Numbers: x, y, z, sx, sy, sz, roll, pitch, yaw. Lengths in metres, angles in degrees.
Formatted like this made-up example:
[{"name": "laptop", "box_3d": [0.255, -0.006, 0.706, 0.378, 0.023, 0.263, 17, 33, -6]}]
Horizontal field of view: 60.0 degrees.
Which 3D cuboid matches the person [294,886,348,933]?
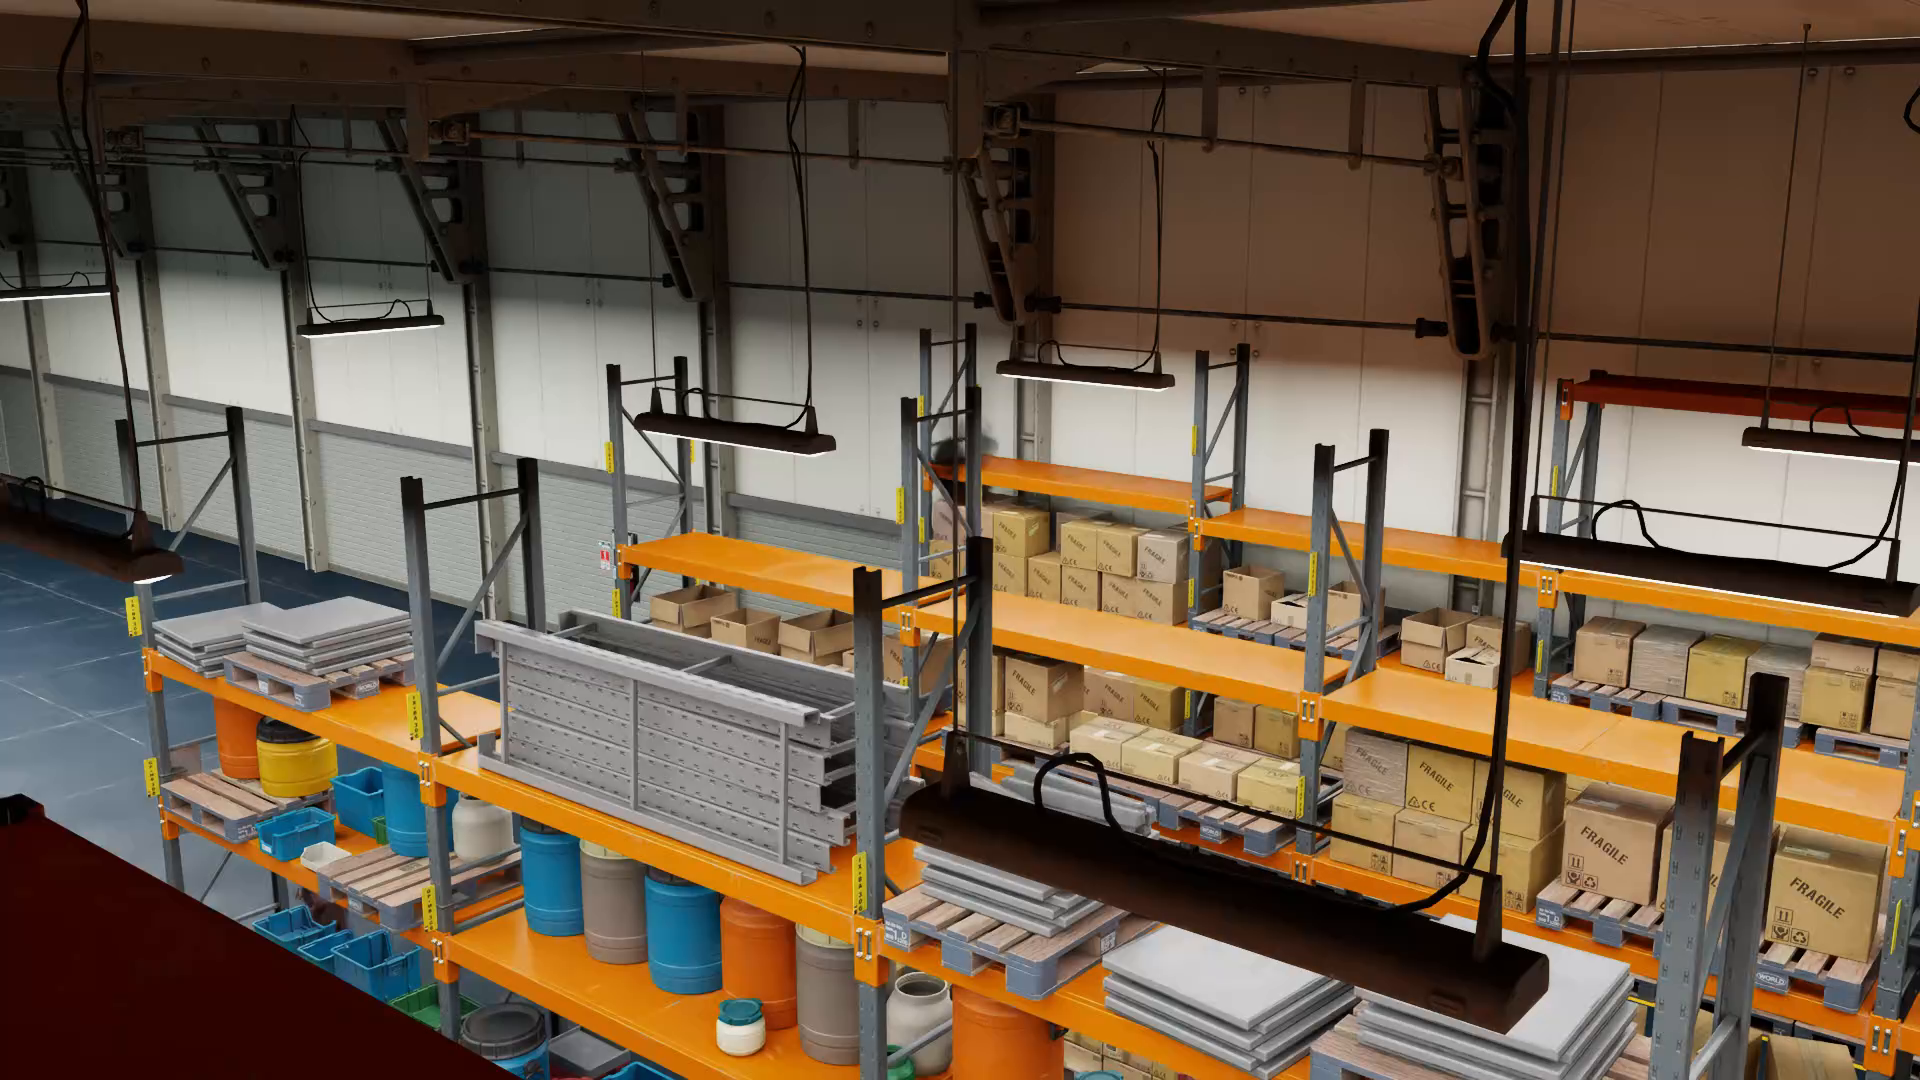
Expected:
[{"name": "person", "box_3d": [-6.151, 3.674, 16.017, 0.685, 1.757, 0.764, 2, 13, 11]}]
